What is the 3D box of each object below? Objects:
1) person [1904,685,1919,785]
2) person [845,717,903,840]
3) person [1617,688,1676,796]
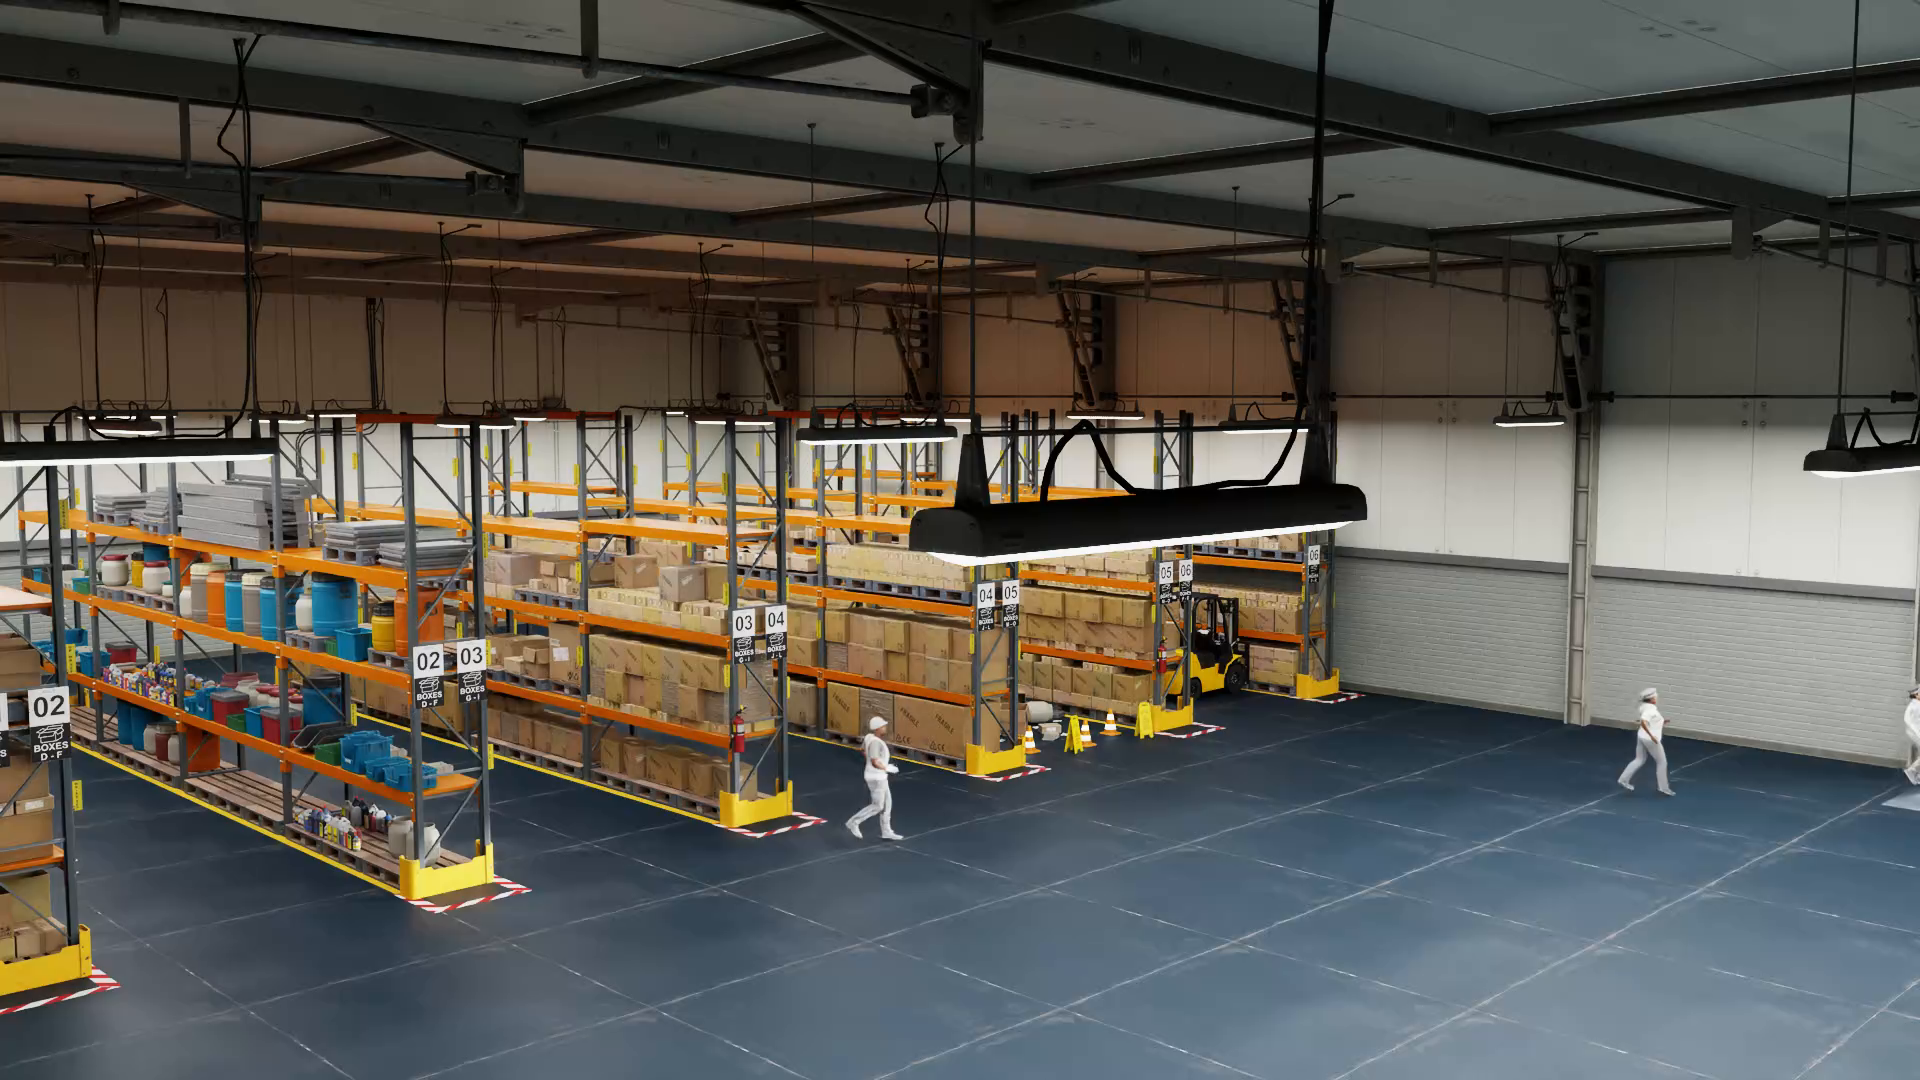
[{"bbox_3d":[15.610,3.159,27.012,0.467,1.658,0.601,3,6,33],"label":"person"},{"bbox_3d":[-1.223,3.396,23.642,0.828,1.785,0.708,-1,5,-6],"label":"person"},{"bbox_3d":[10.900,3.186,26.309,0.867,1.721,0.562,0,5,-4],"label":"person"}]
